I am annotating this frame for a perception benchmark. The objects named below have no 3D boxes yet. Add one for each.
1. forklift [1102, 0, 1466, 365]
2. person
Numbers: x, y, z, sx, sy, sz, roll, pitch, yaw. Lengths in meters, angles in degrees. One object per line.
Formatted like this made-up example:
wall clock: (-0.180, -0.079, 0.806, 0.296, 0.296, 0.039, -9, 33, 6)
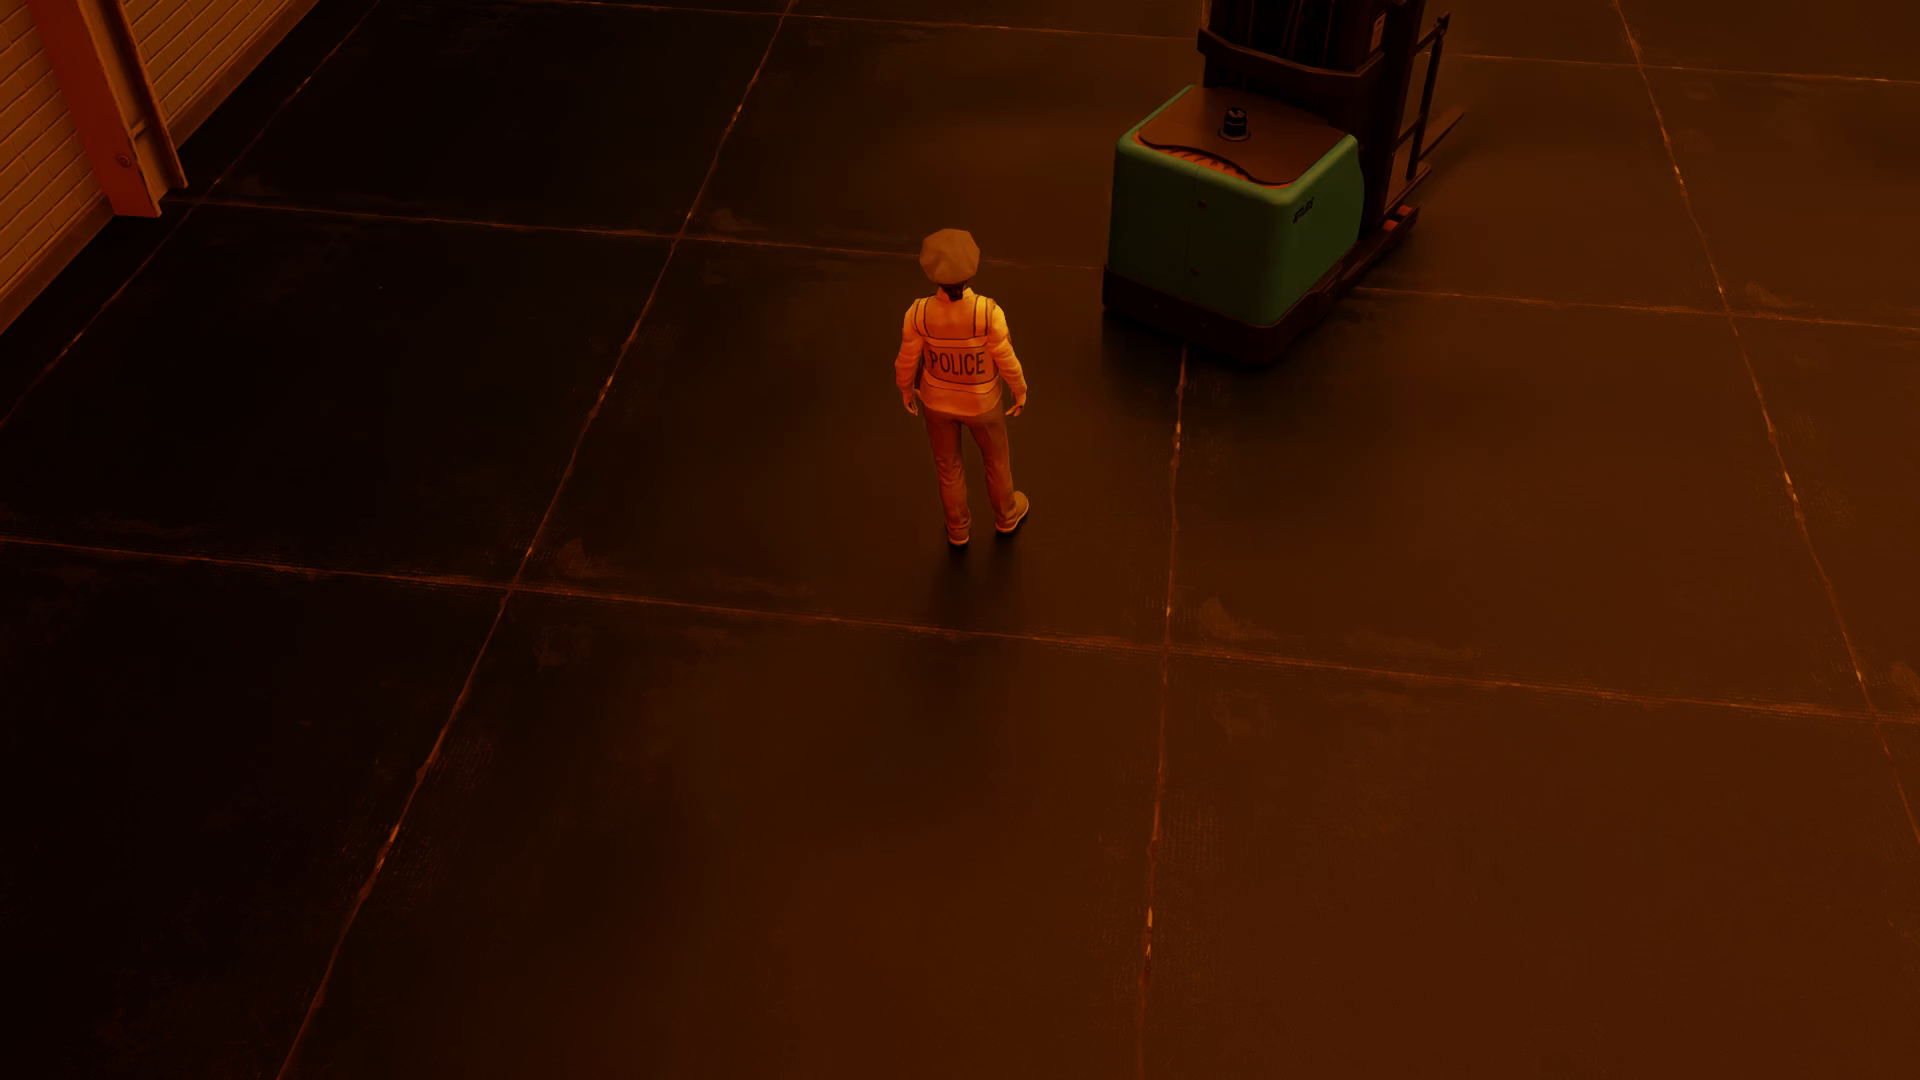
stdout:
forklift: (2.056, -2.962, 8.949, 1.130, 2.935, 3.031, 26, 49, 25)
person: (0.016, -0.675, 7.363, 0.586, 1.694, 0.530, 5, 43, 6)
